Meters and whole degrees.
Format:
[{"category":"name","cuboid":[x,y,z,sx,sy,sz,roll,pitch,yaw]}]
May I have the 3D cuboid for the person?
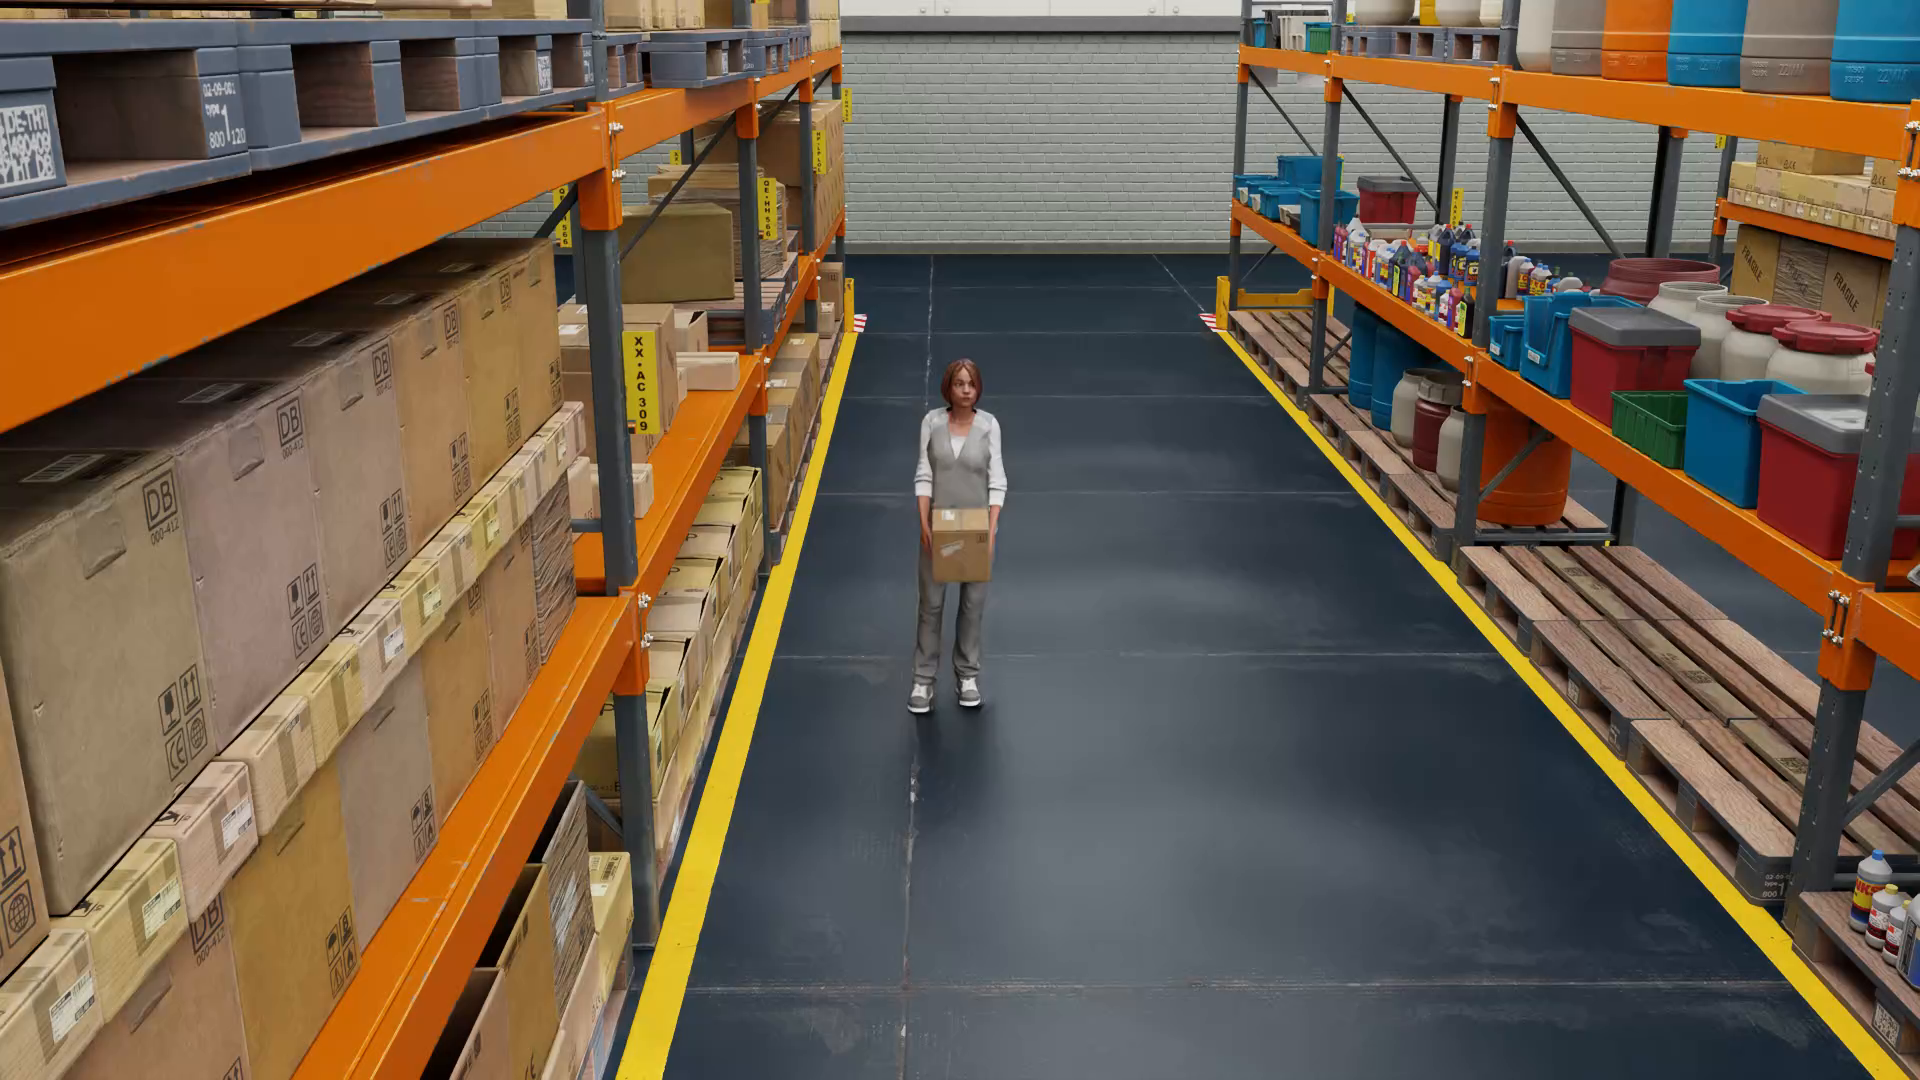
[{"category":"person","cuboid":[-0.014,-0.016,7.600,0.456,1.600,0.443,0,17,0]}]
